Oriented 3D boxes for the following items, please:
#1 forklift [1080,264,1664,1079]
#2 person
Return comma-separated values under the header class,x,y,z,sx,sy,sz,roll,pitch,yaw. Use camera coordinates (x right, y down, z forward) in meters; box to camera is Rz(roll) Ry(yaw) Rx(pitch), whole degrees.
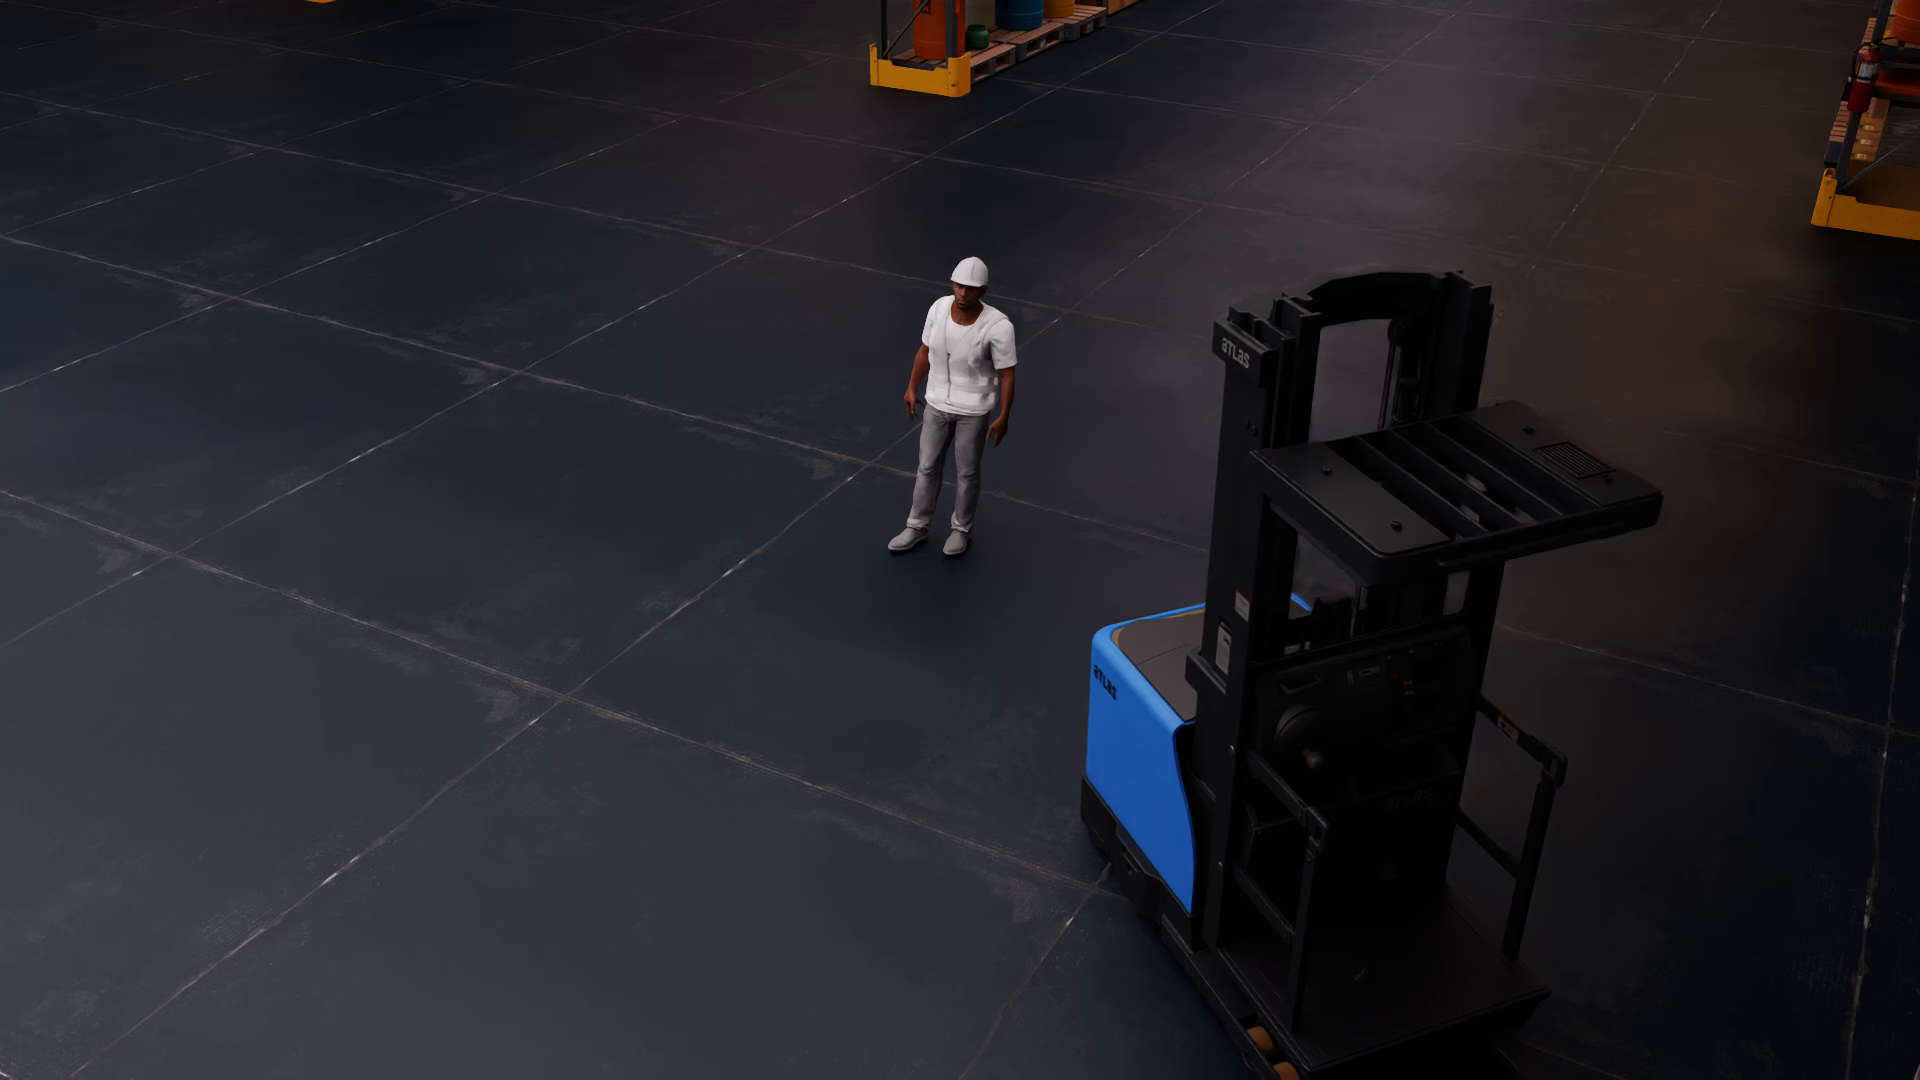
class,x,y,z,sx,sy,sz,roll,pitch,yaw
forklift,1.580,0.632,5.975,1.130,2.935,3.031,-12,32,-19
person,-0.039,-0.742,9.507,0.665,1.768,0.575,15,33,25
